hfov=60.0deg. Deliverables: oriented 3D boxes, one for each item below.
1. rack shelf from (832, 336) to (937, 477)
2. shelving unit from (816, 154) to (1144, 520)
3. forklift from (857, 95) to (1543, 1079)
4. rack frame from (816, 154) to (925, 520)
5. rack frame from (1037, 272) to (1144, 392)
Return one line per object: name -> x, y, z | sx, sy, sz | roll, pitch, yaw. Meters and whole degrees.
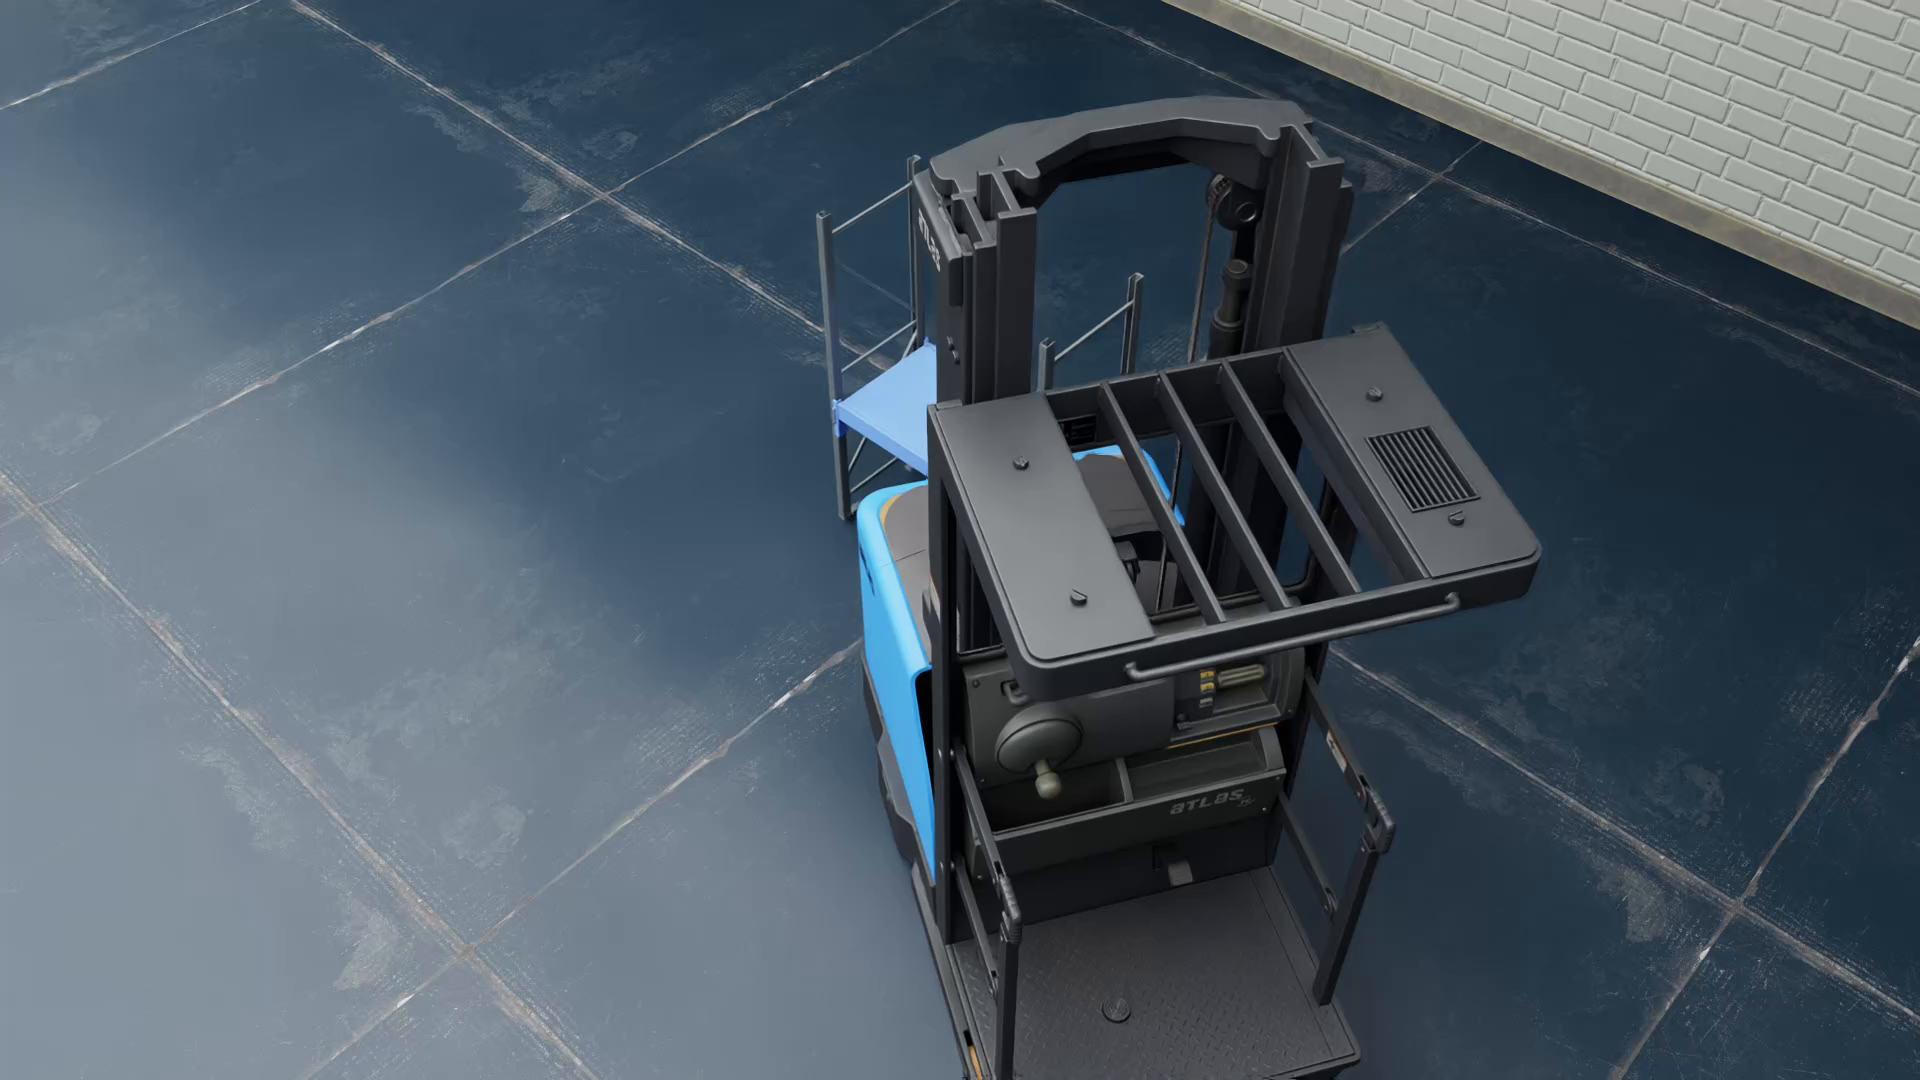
rack shelf -> 0.056, -0.363, 6.309 | 1.000, 0.185, 0.538 | 34, 55, 28
shelving unit -> 0.056, -0.486, 6.178 | 1.048, 1.500, 0.538 | 34, 55, 28
forklift -> 0.530, 0.520, 4.251 | 1.130, 2.935, 3.031 | -11, 48, -10
rack frame -> -0.318, -0.736, 6.413 | 0.032, 1.500, 0.500 | 34, 55, 28
rack frame -> 0.431, -0.236, 5.943 | 0.032, 1.500, 0.500 | 34, 55, 28
